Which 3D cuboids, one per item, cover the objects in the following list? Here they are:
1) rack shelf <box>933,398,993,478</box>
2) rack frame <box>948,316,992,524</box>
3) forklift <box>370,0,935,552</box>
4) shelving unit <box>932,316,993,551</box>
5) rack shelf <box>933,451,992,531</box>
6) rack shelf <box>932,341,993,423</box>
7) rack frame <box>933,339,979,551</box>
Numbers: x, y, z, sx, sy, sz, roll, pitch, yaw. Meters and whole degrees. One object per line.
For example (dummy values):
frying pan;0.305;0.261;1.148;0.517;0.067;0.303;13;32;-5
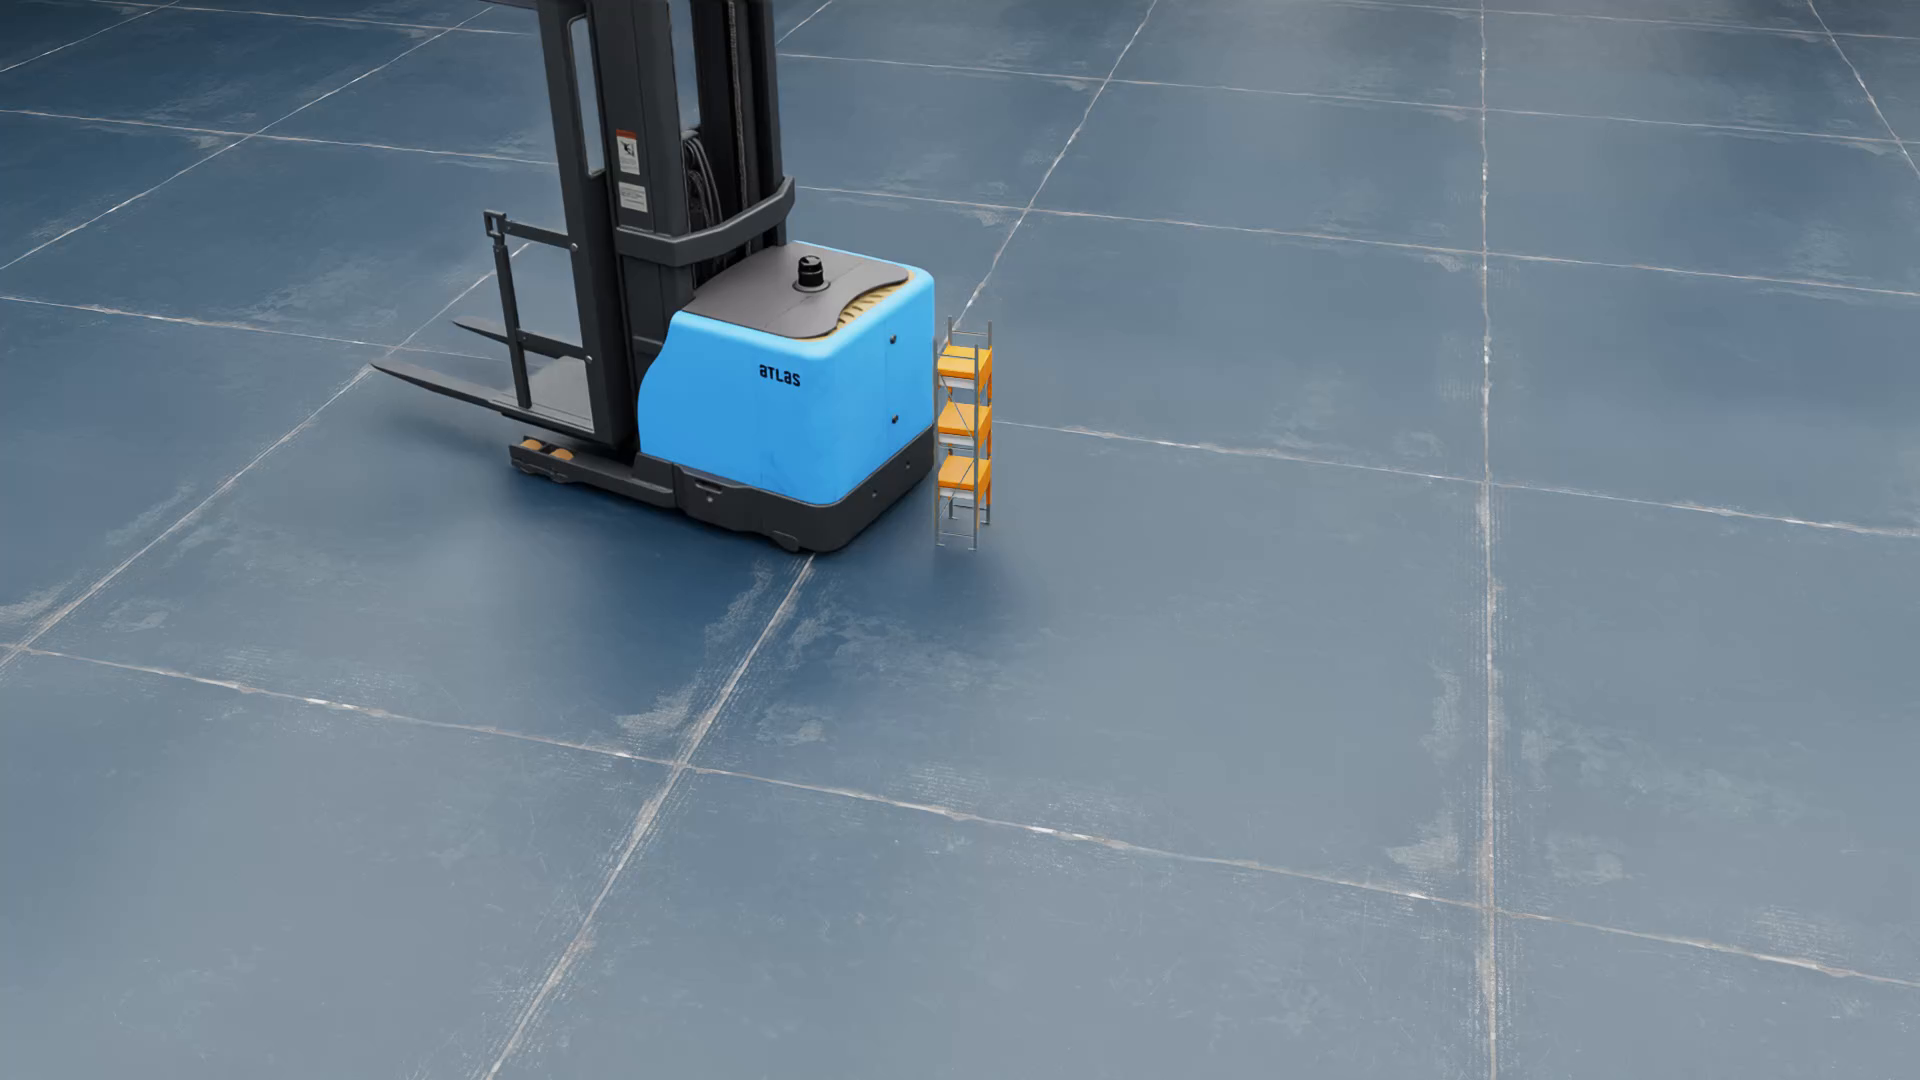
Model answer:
rack shelf;0.014;-0.462;7.518;0.215;0.259;0.240;8;33;12
rack frame;0.045;-0.534;7.612;0.200;1.050;0.008;8;33;12
forklift;-1.644;-1.745;7.763;3.031;2.935;1.130;17;36;24
shelving unit;0.014;-0.471;7.512;0.215;1.050;0.252;8;33;12
rack shelf;0.014;-0.227;7.667;0.215;0.259;0.240;8;33;12
rack shelf;0.014;-0.701;7.365;0.215;0.259;0.240;8;33;12
rack frame;-0.017;-0.408;7.412;0.200;1.050;0.008;8;33;12
